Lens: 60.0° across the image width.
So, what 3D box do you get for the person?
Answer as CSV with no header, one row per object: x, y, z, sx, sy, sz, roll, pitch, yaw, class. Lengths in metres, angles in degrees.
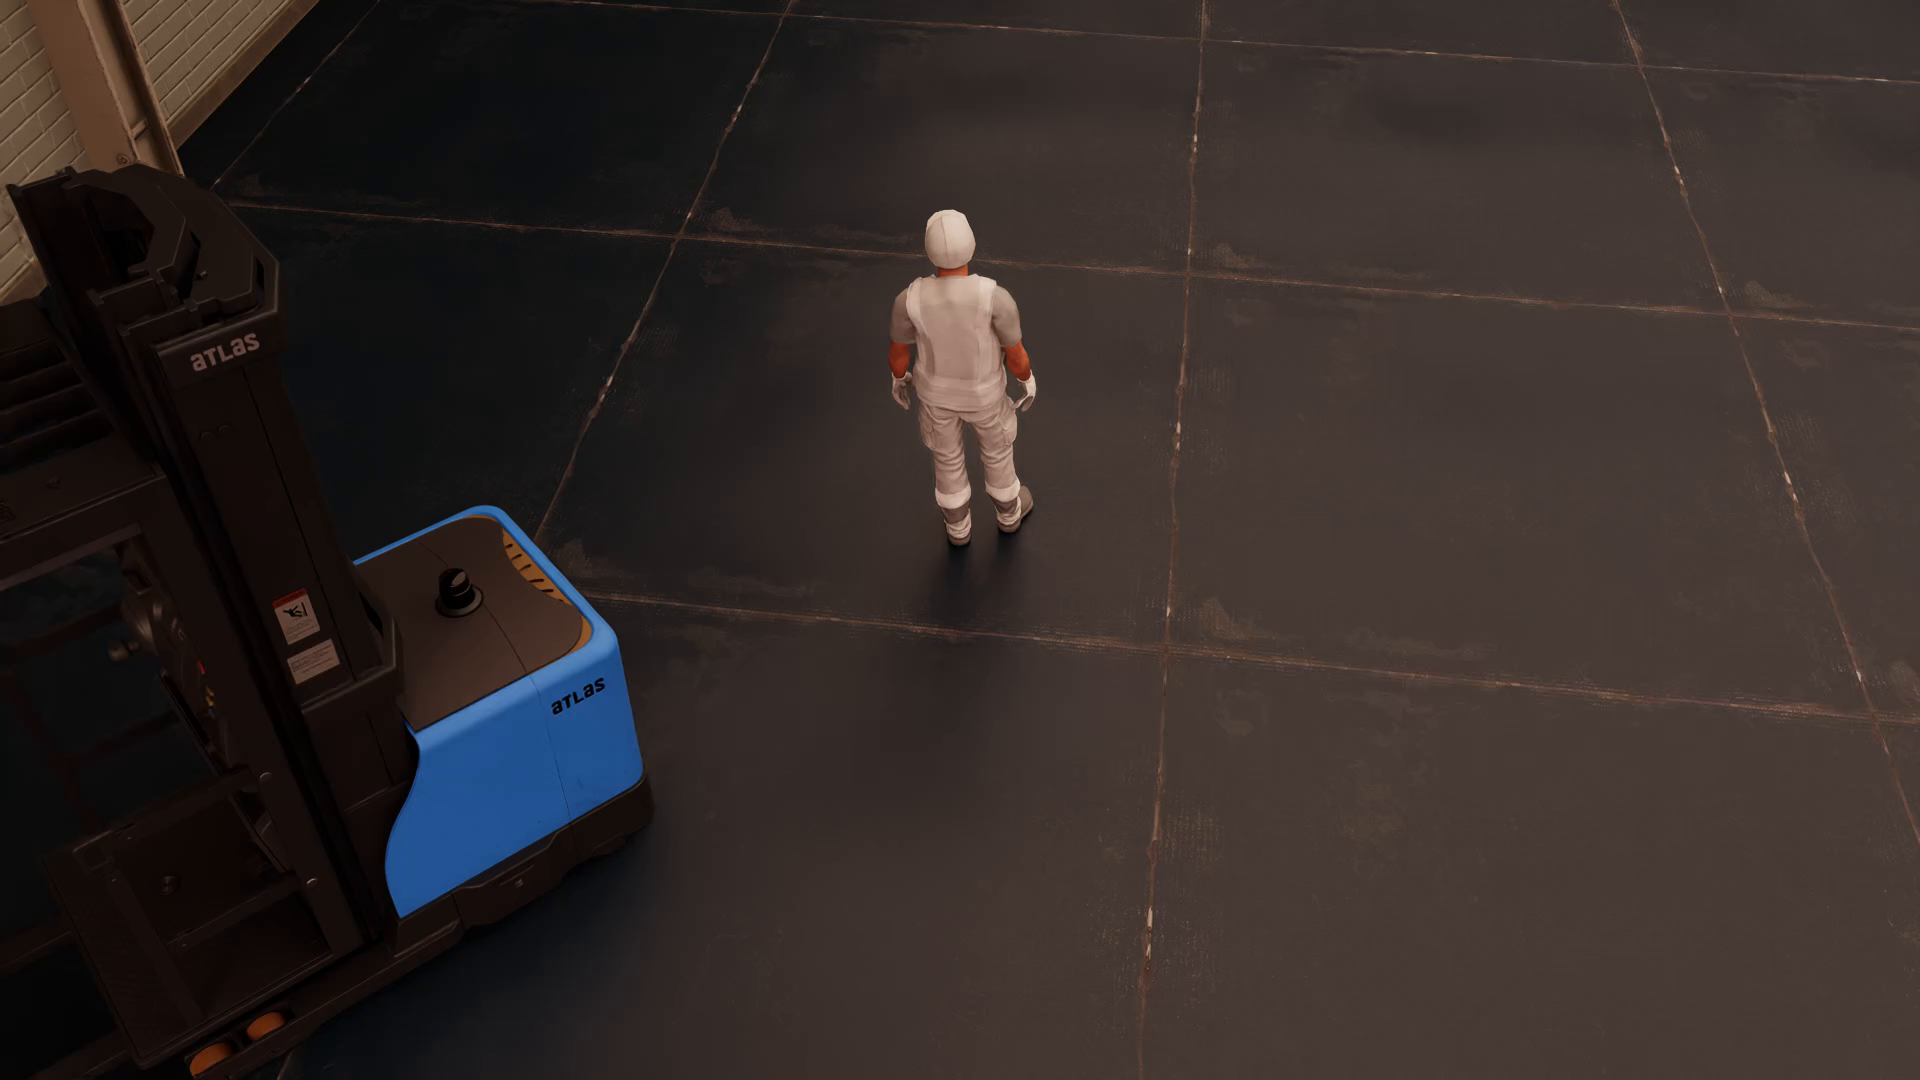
0.022,-0.717,7.338,0.638,1.787,0.564,5,43,6,person

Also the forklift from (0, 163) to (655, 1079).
-2.679,0.431,5.255,3.031,2.935,1.130,-29,50,-28,forklift
